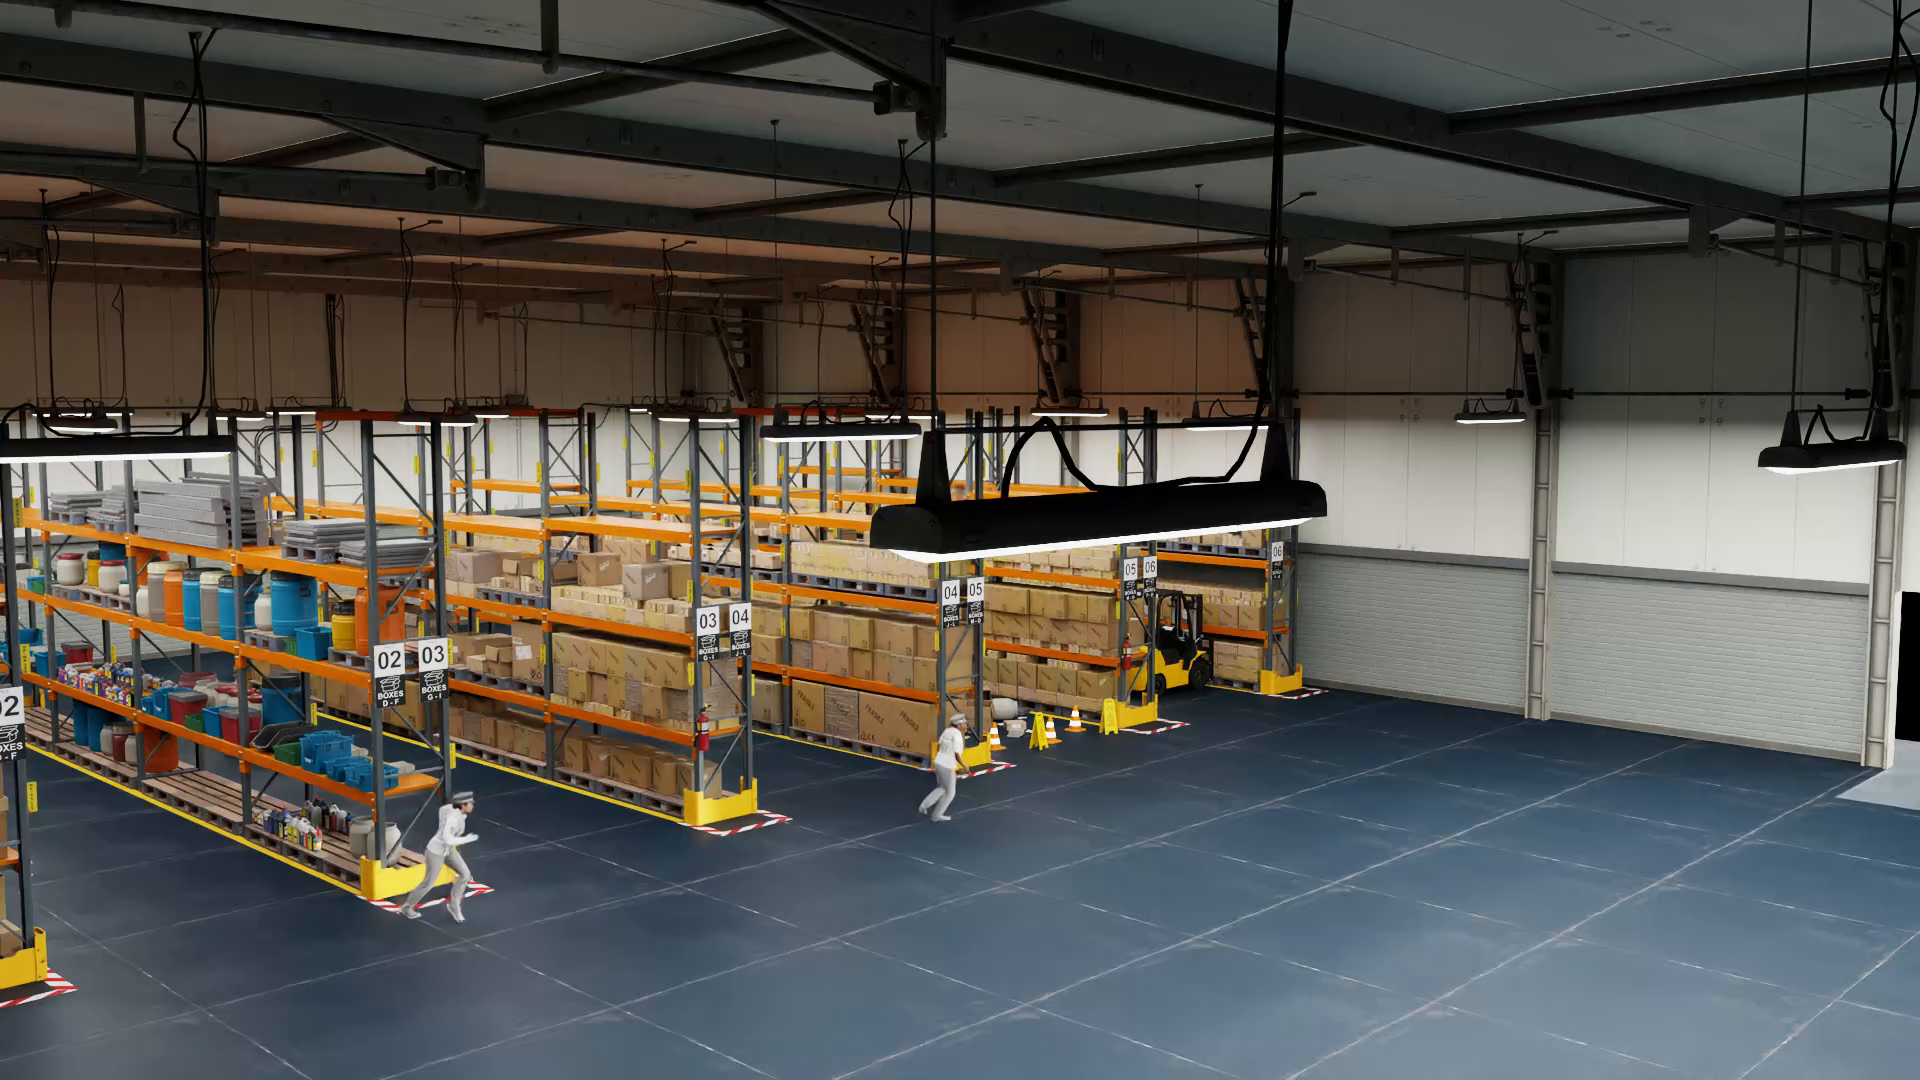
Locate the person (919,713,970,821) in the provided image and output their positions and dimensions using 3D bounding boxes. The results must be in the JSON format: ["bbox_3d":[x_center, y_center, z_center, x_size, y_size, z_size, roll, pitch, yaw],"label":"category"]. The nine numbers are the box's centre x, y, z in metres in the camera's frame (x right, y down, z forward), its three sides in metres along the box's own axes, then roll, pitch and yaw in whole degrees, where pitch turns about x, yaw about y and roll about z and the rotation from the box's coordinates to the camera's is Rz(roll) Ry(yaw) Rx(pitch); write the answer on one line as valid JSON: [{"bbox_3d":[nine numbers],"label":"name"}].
[{"bbox_3d":[-0.221,3.359,24.578,0.715,1.596,0.555,-2,6,-23],"label":"person"}]

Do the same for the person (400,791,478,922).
[{"bbox_3d":[-6.234,3.808,19.929,0.952,1.607,0.638,0,5,-1],"label":"person"}]

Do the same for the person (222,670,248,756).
[{"bbox_3d":[-12.554,2.993,28.905,0.728,1.572,0.608,2,6,25],"label":"person"}]

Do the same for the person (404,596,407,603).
[{"bbox_3d":[-12.829,2.079,38.359,0.644,1.710,0.686,-3,6,-27],"label":"person"}]
